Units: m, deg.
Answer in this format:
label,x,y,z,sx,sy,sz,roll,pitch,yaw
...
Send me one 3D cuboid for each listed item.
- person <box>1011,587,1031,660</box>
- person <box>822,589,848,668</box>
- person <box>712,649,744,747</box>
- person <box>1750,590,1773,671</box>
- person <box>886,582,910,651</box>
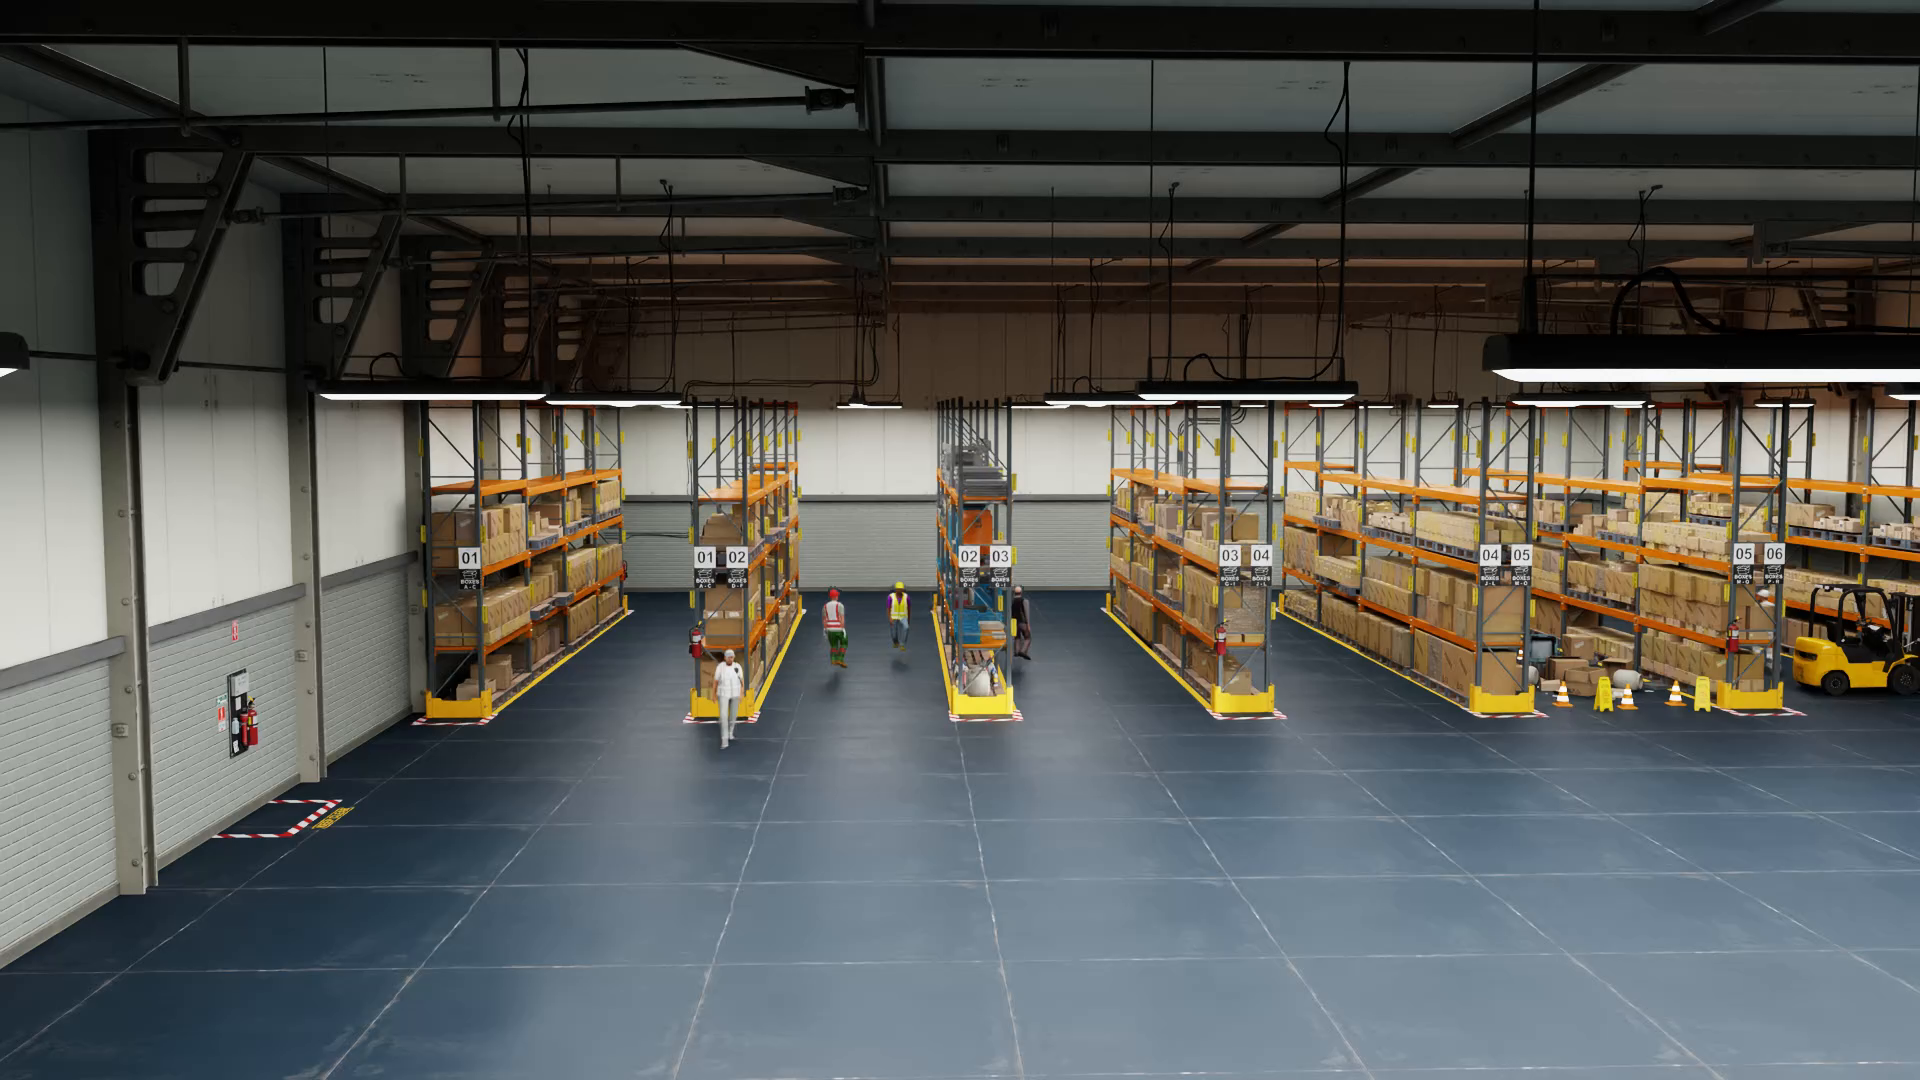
label,x,y,z,sx,sy,sz,roll,pitch,yaw
person,1.304,1.852,37.018,0.567,1.624,0.479,1,5,15
person,-2.701,1.909,35.835,0.558,1.699,0.507,1,4,9
person,-3.975,2.686,28.613,0.530,1.609,0.945,-2,5,-25
person,17.794,2.006,36.728,0.509,1.806,0.542,-1,5,-12
person,-1.401,1.732,38.033,0.575,1.551,1.047,-1,4,-7
